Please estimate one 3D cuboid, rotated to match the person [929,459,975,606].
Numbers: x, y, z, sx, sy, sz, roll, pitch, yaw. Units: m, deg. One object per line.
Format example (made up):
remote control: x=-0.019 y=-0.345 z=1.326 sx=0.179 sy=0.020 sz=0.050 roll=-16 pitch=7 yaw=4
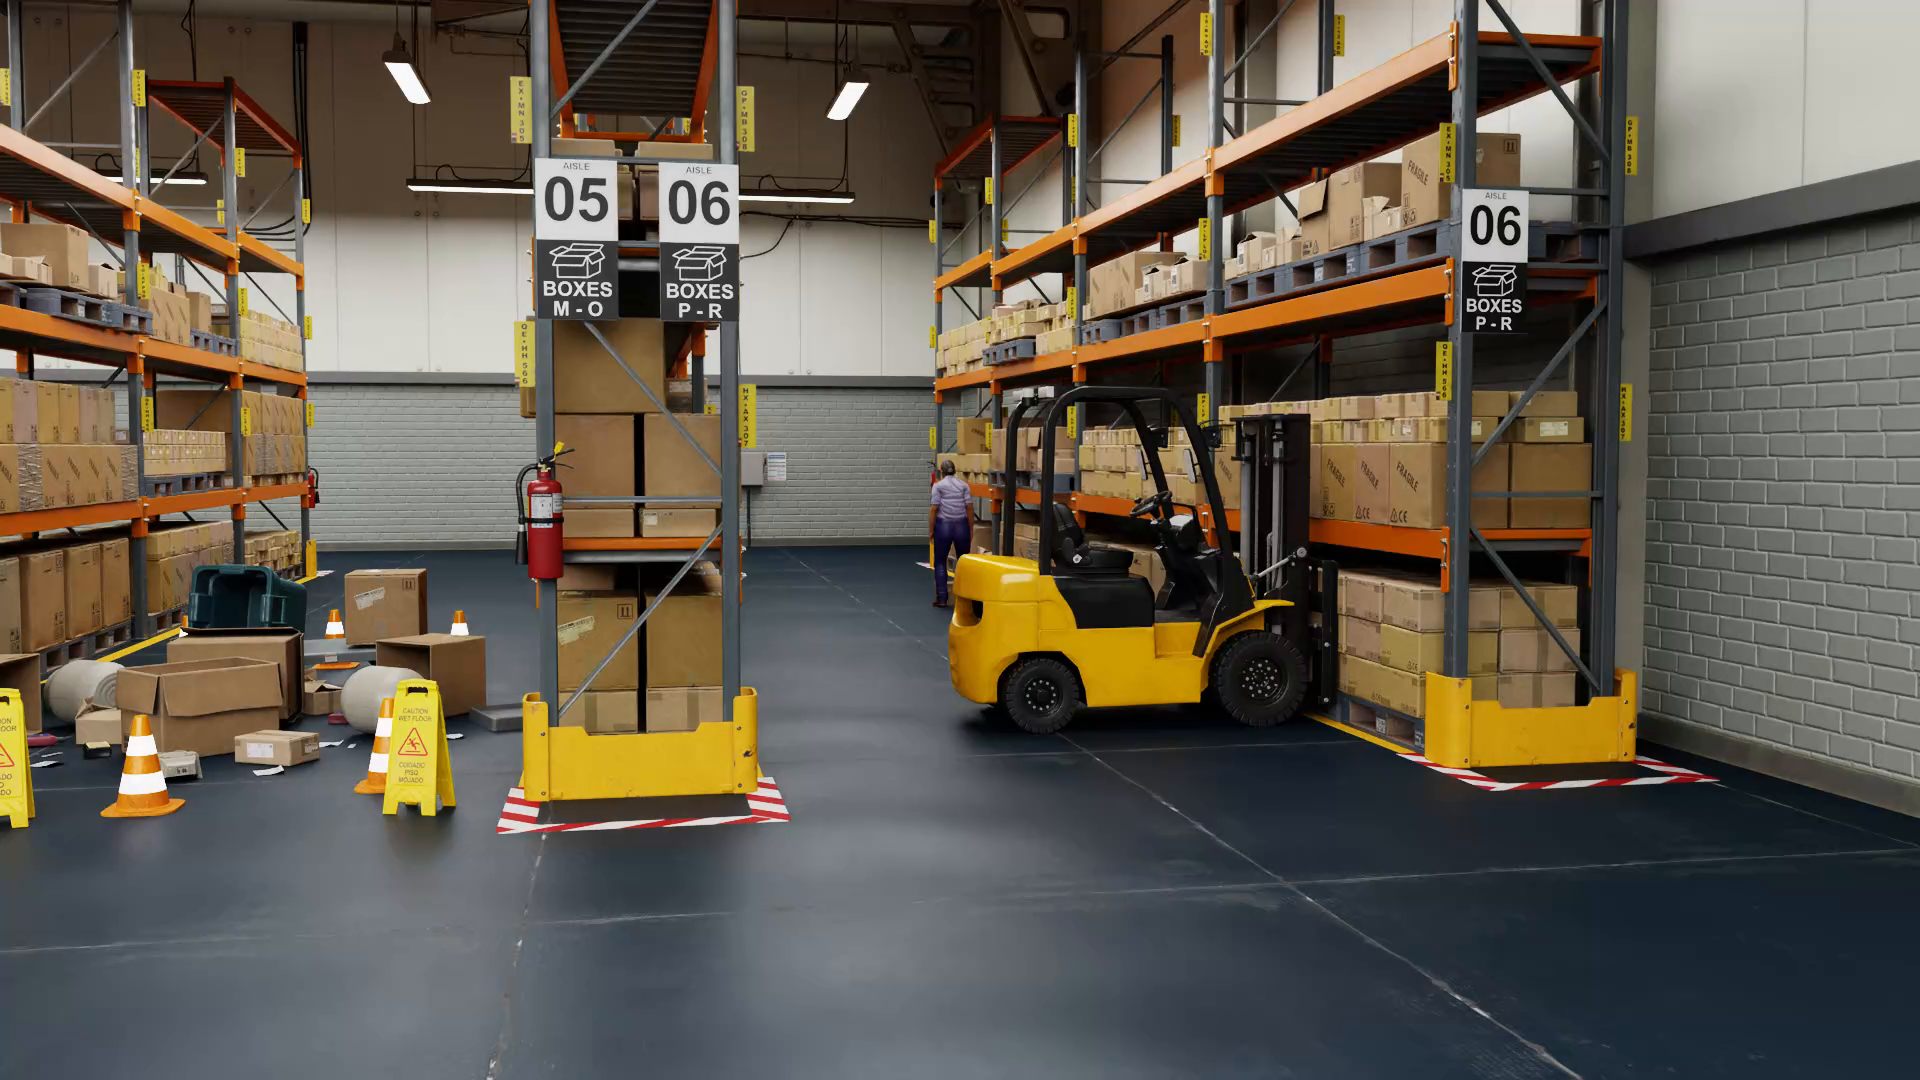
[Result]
person: x=-0.088 y=-0.071 z=18.642 sx=0.543 sy=1.637 sz=0.367 roll=-1 pitch=3 yaw=-12
